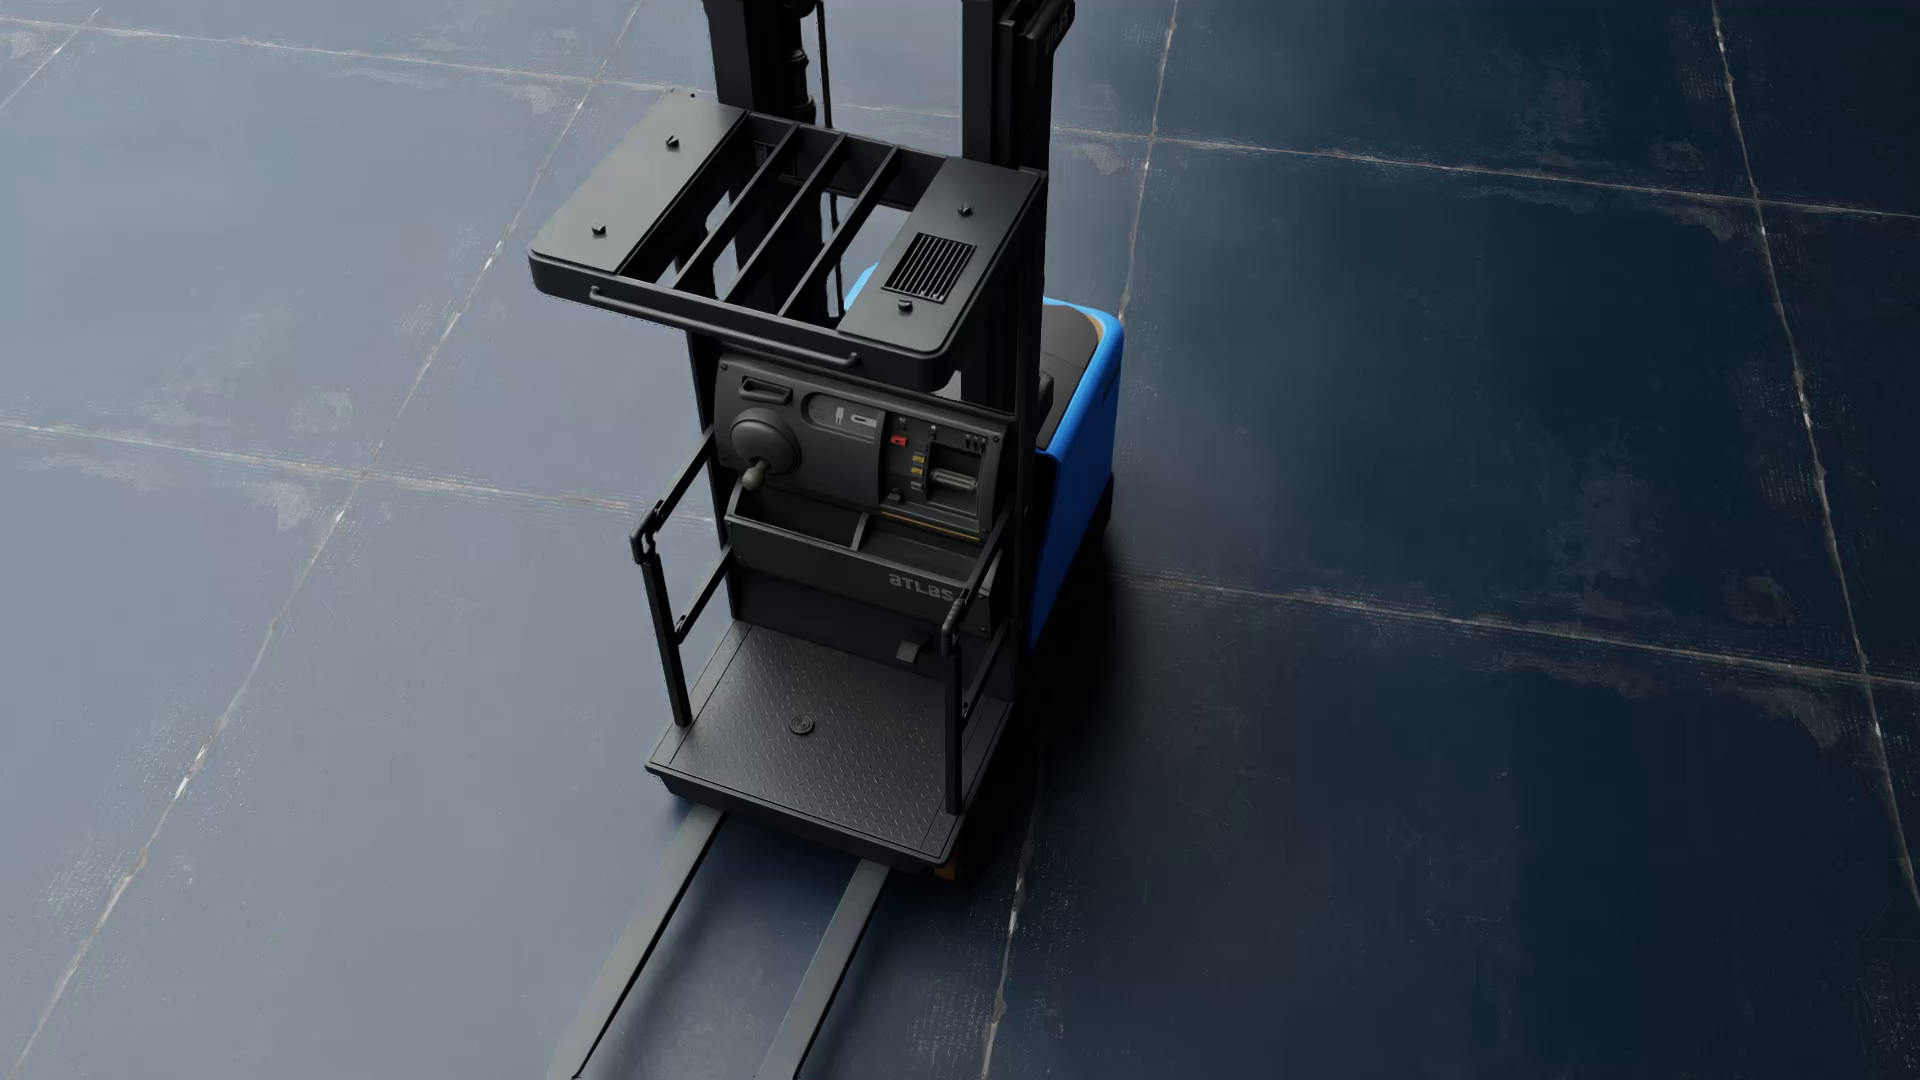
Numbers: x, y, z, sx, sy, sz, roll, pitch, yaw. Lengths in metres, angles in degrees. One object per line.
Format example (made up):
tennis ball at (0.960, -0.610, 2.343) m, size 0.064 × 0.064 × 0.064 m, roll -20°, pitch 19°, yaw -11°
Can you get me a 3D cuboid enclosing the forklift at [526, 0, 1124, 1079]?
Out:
forklift at (-0.389, -0.177, 4.910) m, size 1.130 × 2.935 × 3.031 m, roll 16°, pitch 50°, yaw 14°
